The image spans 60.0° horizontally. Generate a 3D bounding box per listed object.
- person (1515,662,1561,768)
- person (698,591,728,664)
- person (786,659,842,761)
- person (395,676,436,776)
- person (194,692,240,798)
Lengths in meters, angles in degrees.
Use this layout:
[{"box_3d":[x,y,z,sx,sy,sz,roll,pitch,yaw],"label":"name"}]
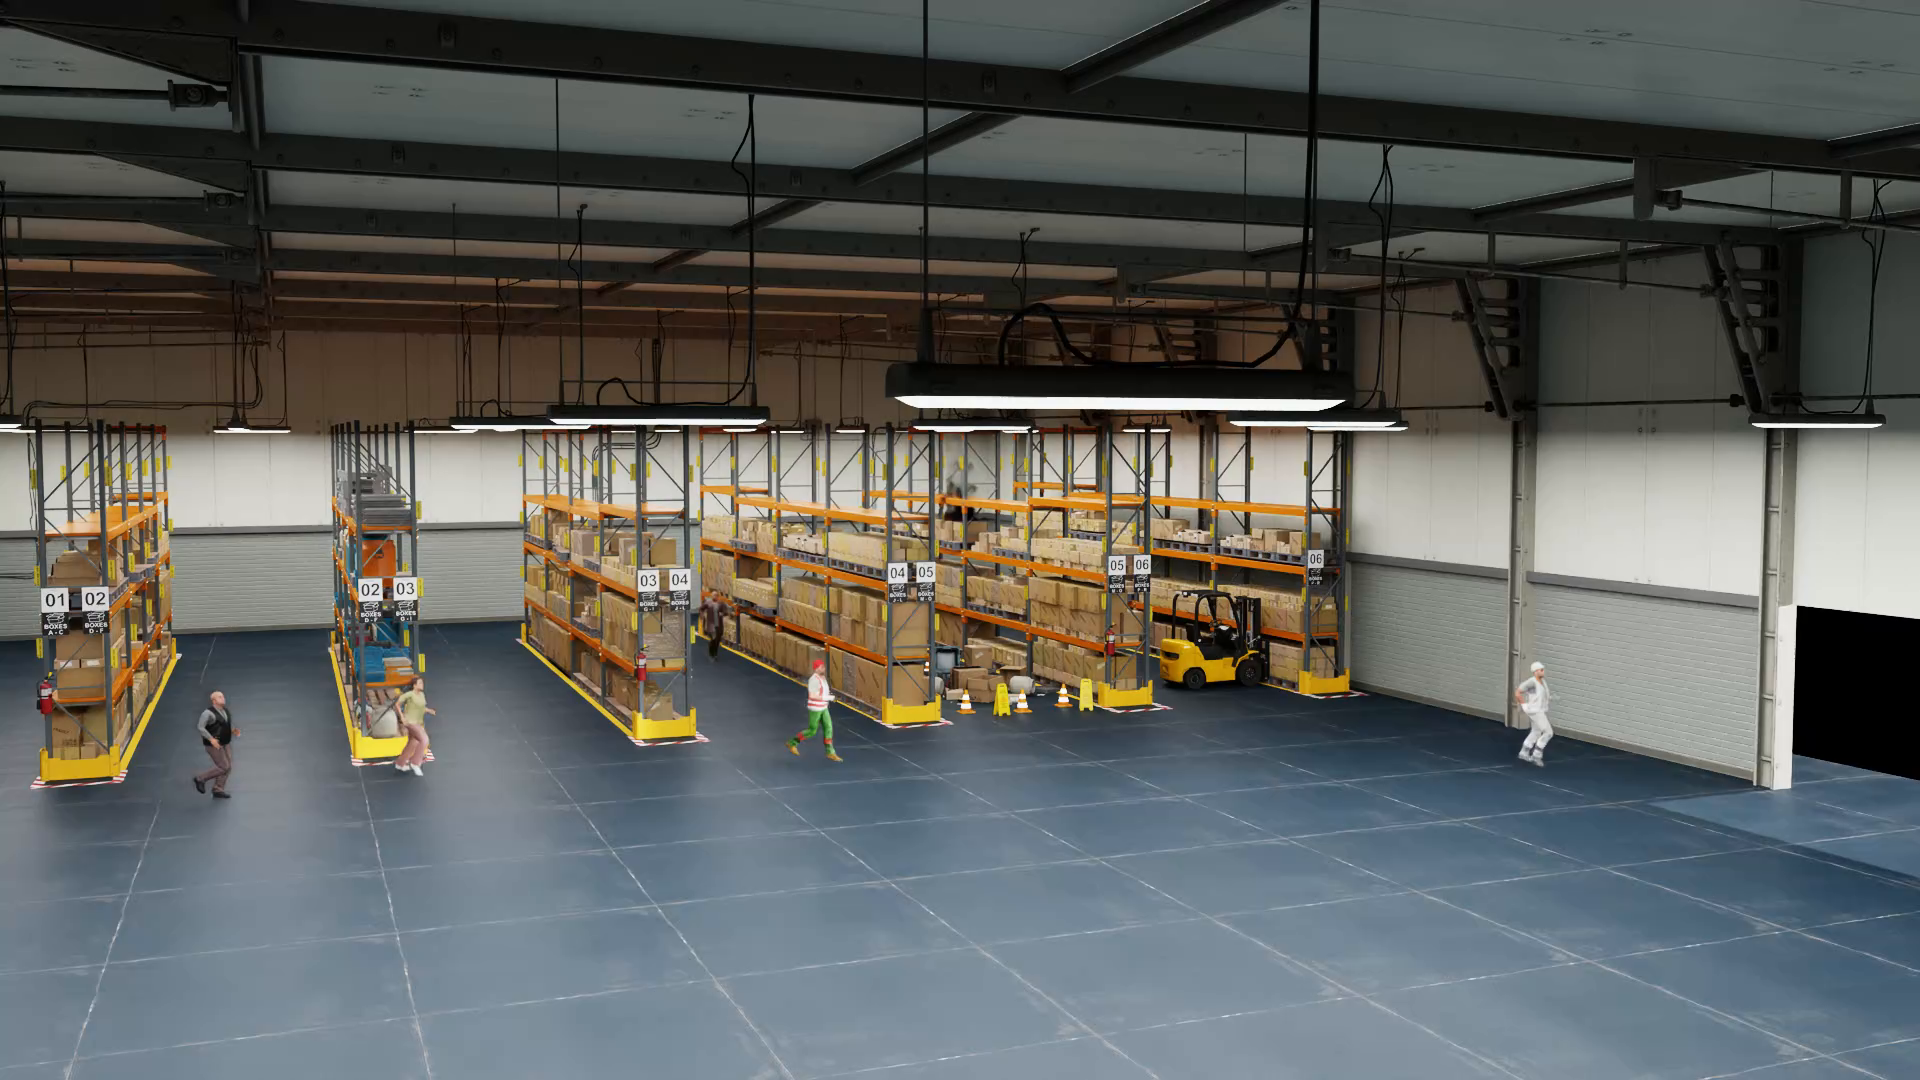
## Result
[{"box_3d":[10.031,3.028,28.820,0.735,1.817,0.641,3,5,42],"label":"person"},{"box_3d":[-6.216,2.210,42.125,0.675,1.846,0.829,-2,4,-27],"label":"person"},{"box_3d":[-2.553,2.993,29.340,0.992,1.791,0.669,1,4,18],"label":"person"},{"box_3d":[-9.259,3.140,28.204,0.763,1.672,0.518,1,4,12],"label":"person"},{"box_3d":[-11.755,3.240,26.342,0.627,1.696,0.656,1,4,9],"label":"person"}]
